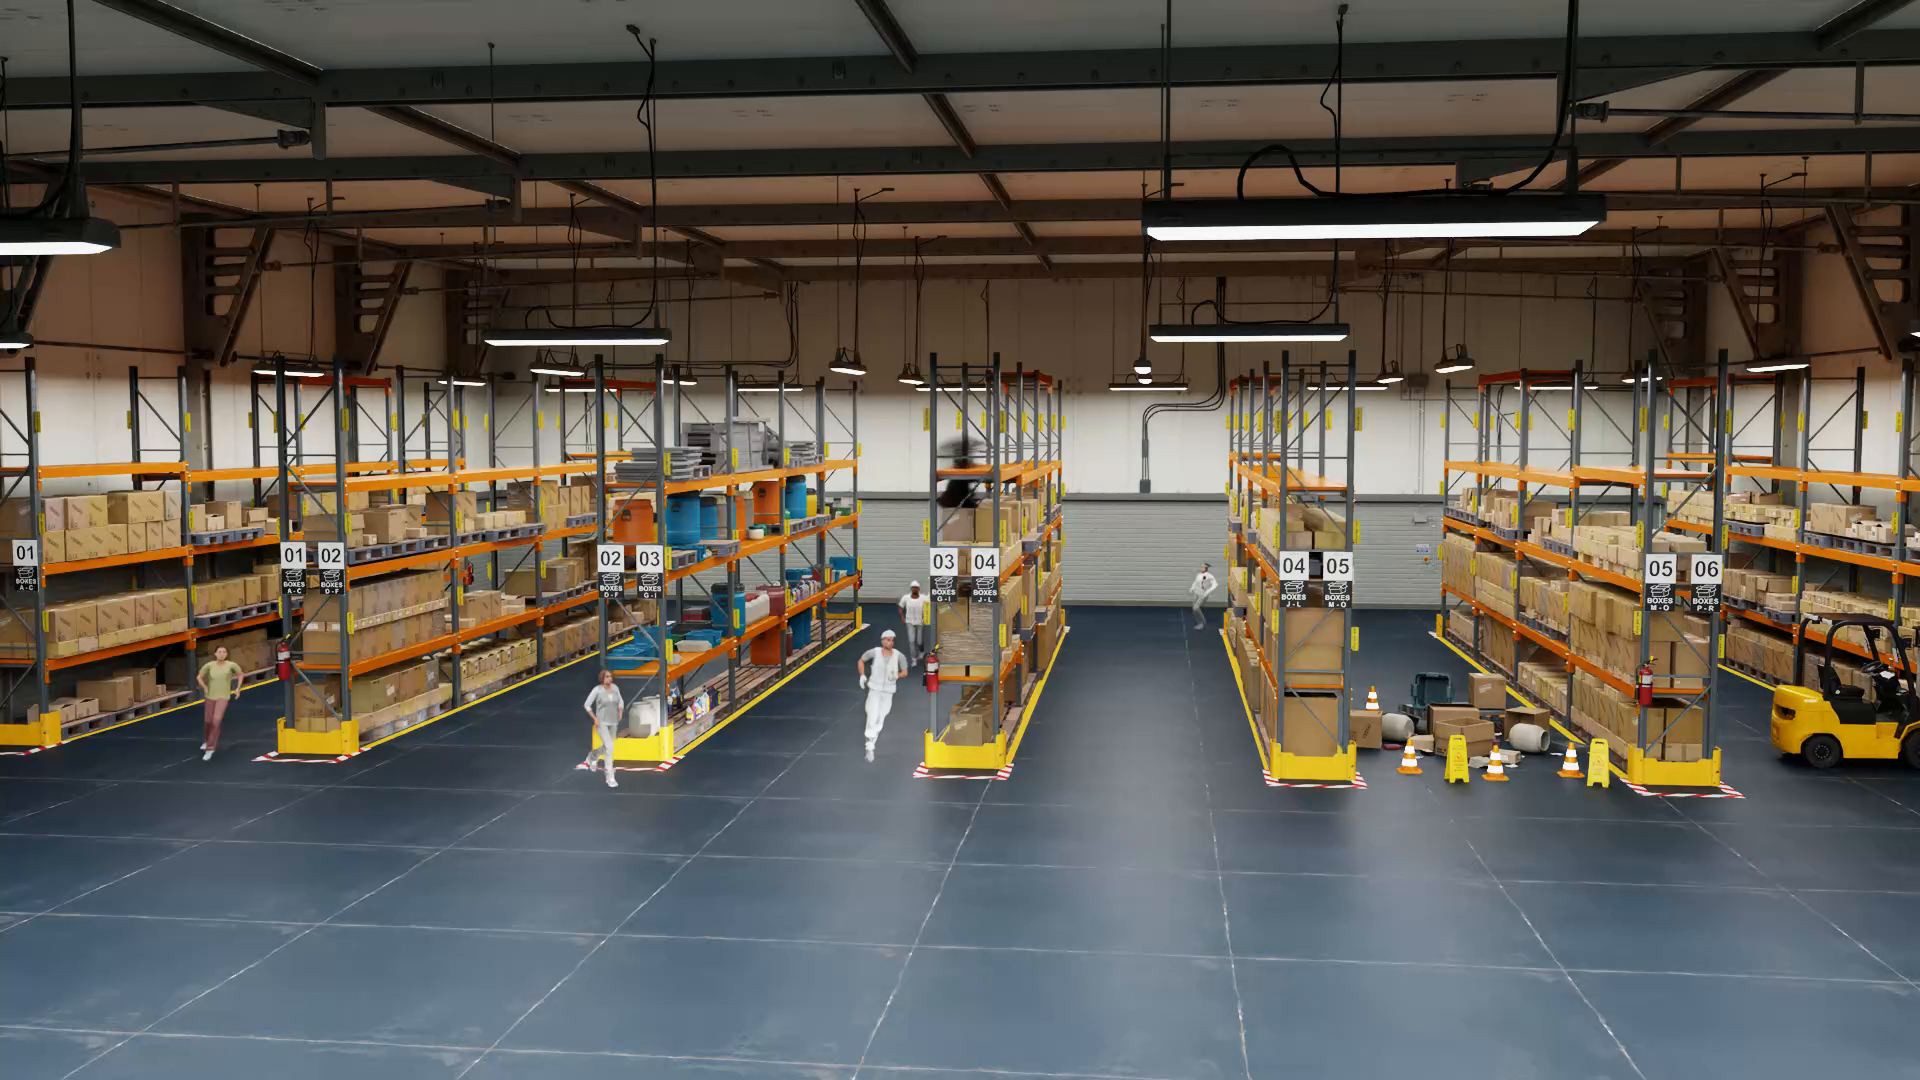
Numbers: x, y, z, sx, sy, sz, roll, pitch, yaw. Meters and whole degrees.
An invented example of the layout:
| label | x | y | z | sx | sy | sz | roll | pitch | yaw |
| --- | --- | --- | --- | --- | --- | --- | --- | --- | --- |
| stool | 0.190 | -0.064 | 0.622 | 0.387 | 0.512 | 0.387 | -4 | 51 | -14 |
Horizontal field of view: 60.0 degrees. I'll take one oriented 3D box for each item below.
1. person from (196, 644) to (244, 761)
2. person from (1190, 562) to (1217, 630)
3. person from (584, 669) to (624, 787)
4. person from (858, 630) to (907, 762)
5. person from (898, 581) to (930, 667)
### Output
| label | x | y | z | sx | sy | sz | roll | pitch | yaw |
| --- | --- | --- | --- | --- | --- | --- | --- | --- | --- |
| person | -11.155 | 2.406 | 25.012 | 0.644 | 1.682 | 0.851 | -1 | 4 | -11 |
| person | 5.794 | 1.347 | 40.043 | 0.511 | 1.667 | 0.688 | -2 | 5 | -31 |
| person | -4.949 | 2.574 | 23.109 | 0.770 | 1.604 | 0.551 | 4 | 6 | 45 |
| person | -1.083 | 2.166 | 23.597 | 0.687 | 1.803 | 0.874 | -1 | 4 | -13 |
| person | -0.932 | 1.712 | 34.261 | 0.708 | 1.746 | 0.714 | 0 | 4 | 3 |
